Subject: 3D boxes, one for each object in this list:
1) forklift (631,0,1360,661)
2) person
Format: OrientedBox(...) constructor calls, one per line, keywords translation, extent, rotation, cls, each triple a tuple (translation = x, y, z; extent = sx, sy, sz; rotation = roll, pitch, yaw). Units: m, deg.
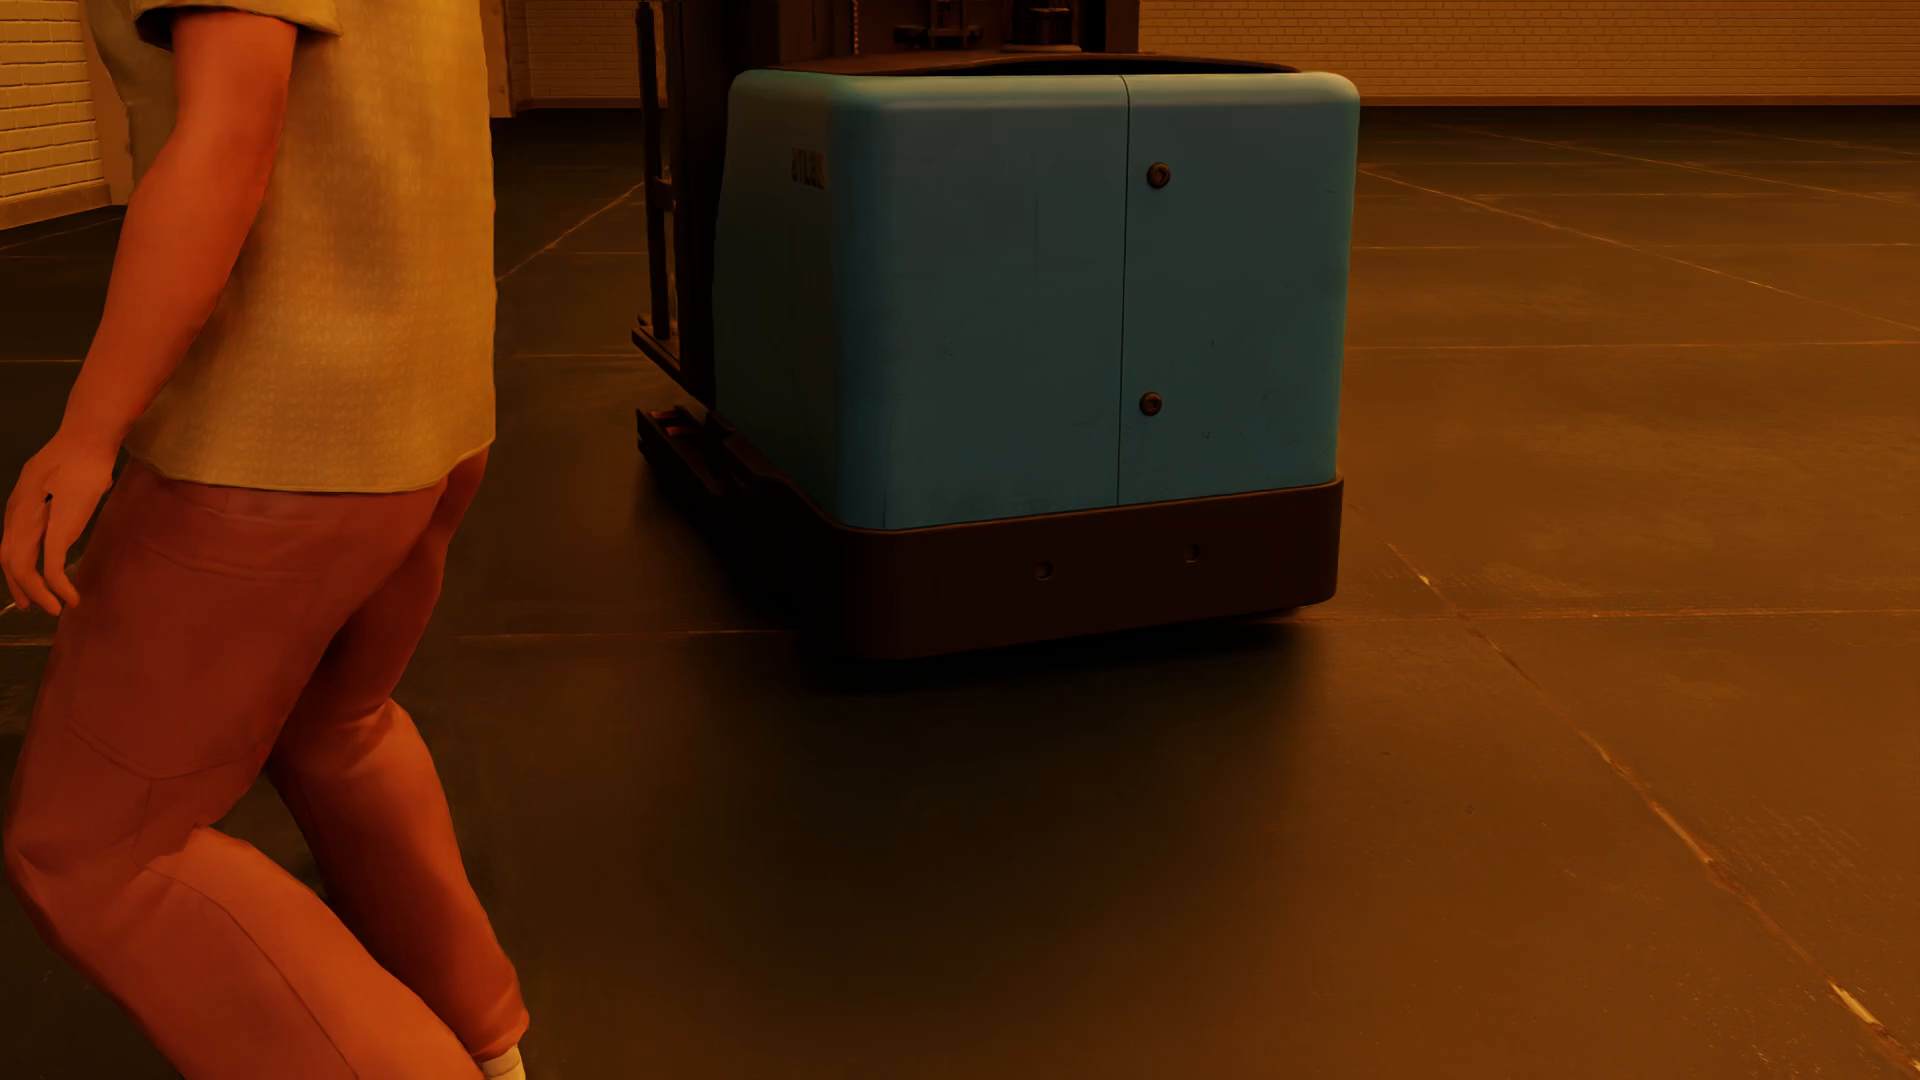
OrientedBox(translation=(-0.242, -1.576, 4.060), extent=(1.130, 2.935, 3.031), rotation=(-6, 18, -20), cls="forklift")
OrientedBox(translation=(-0.597, -0.102, 1.477), extent=(0.404, 1.625, 0.614), rotation=(0, 17, 1), cls="person")
